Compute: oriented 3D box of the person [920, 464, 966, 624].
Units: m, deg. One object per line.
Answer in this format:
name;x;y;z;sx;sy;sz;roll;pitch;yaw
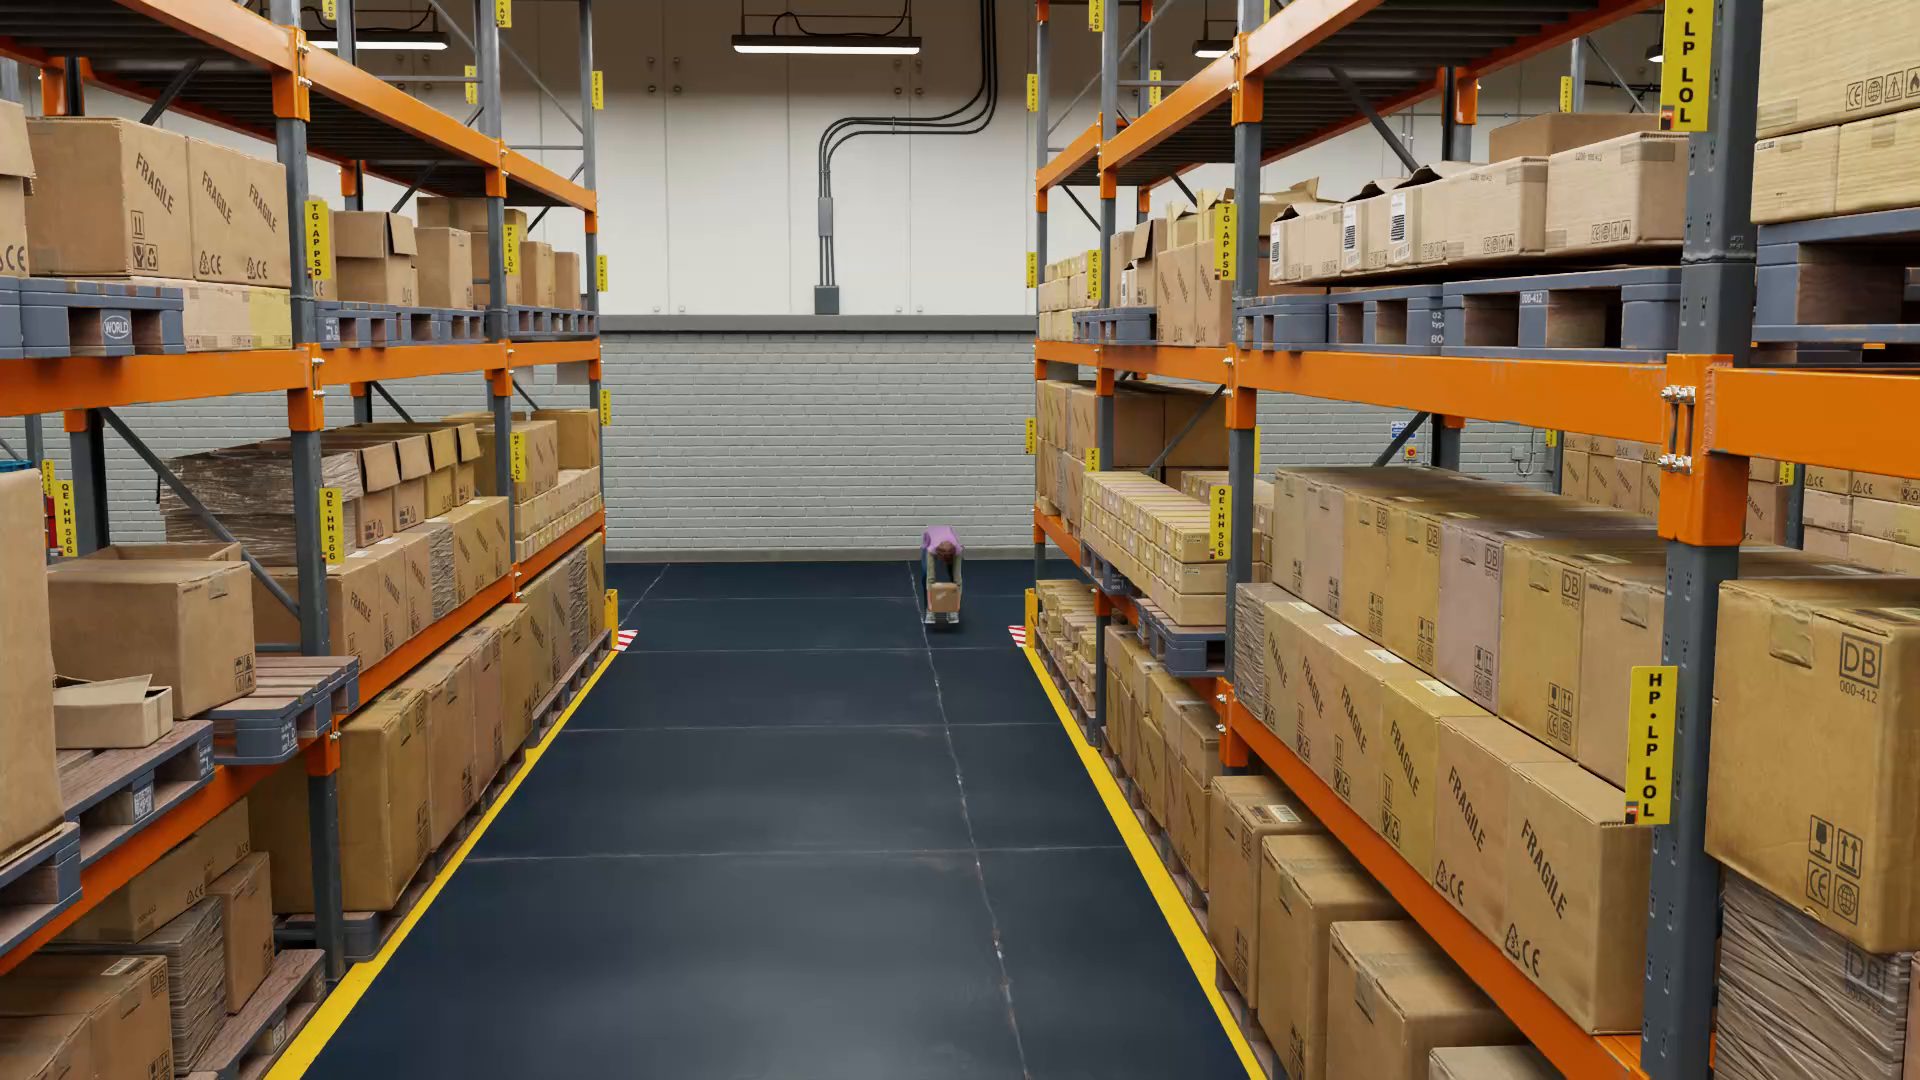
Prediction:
person;-0.173;0.032;16.552;0.472;1.592;0.347;-1;7;-6
